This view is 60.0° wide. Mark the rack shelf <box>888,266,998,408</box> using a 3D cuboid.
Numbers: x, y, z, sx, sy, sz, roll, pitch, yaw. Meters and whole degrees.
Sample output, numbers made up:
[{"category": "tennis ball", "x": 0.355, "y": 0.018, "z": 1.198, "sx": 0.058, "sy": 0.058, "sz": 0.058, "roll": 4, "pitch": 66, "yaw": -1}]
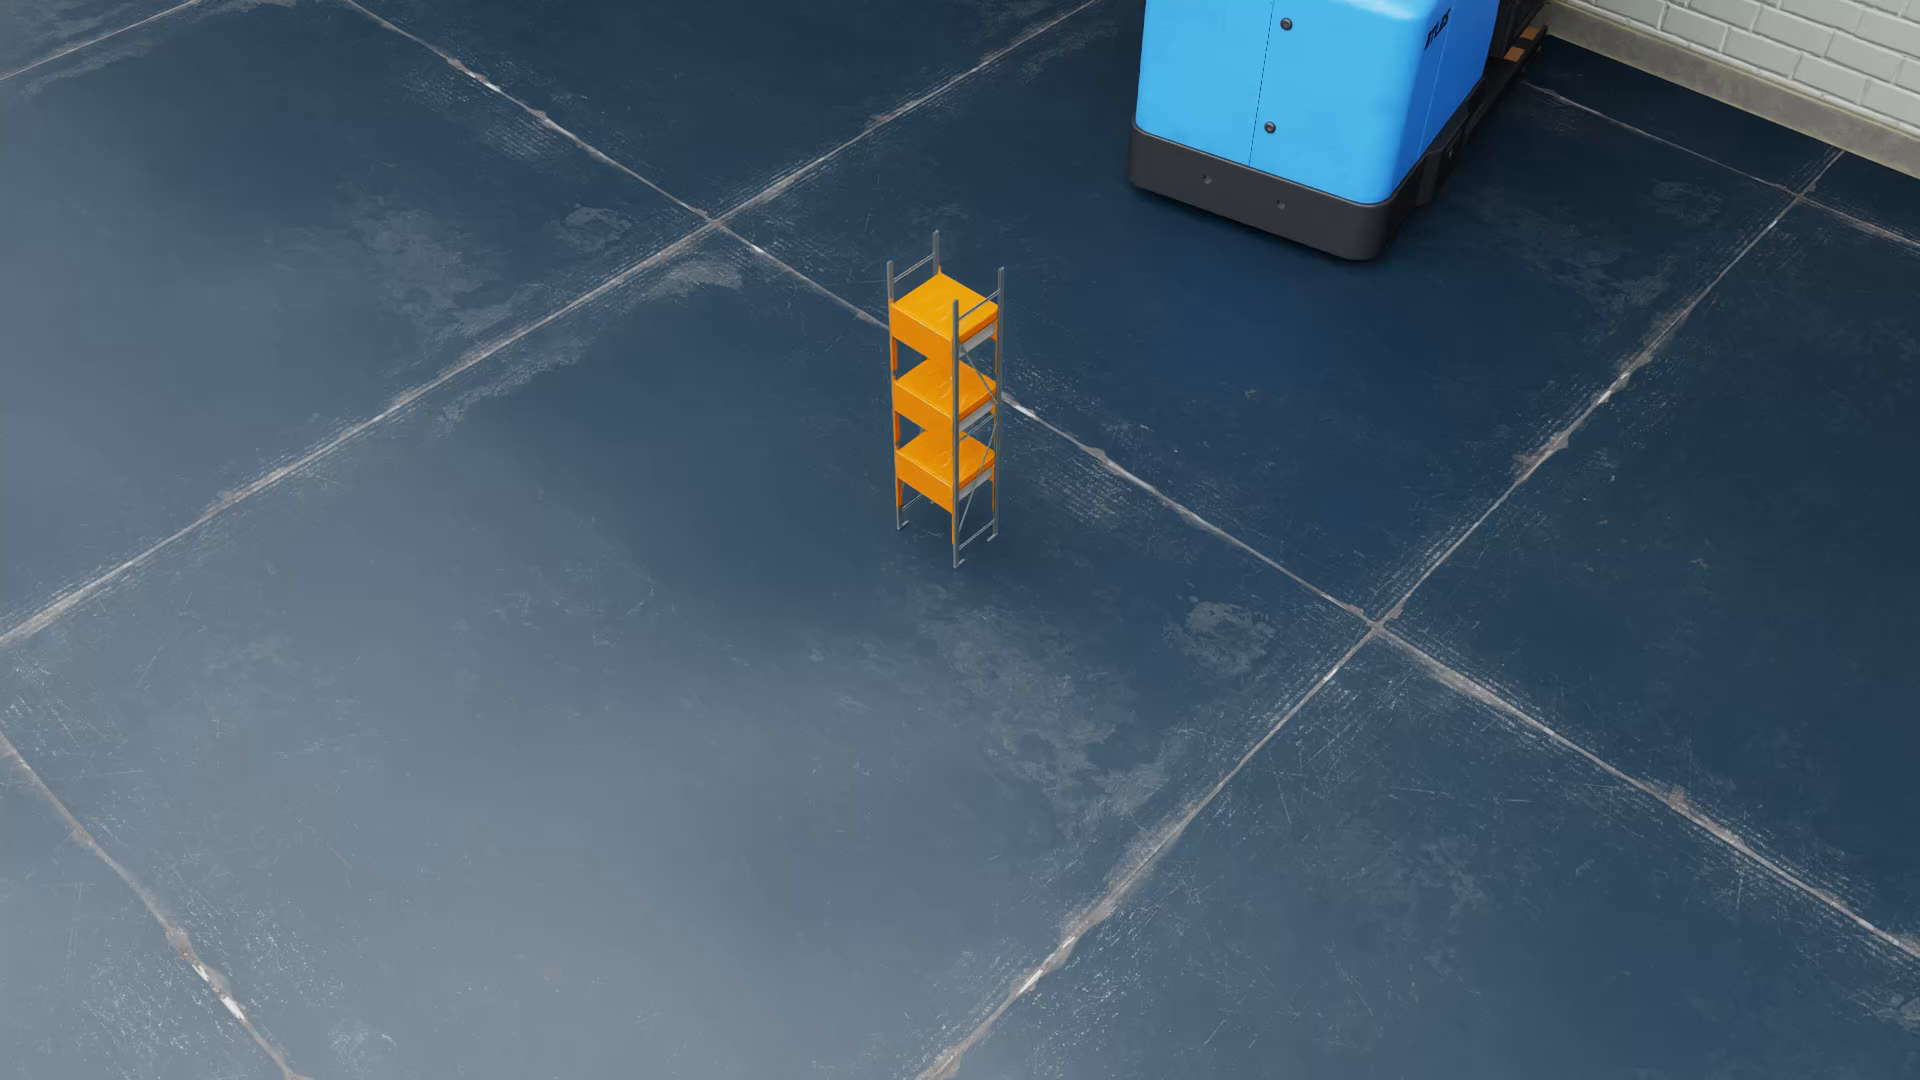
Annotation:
[{"category": "rack shelf", "x": -0.039, "y": -0.573, "z": 4.693, "sx": 0.240, "sy": 0.259, "sz": 0.215, "roll": 34, "pitch": 55, "yaw": 28}]

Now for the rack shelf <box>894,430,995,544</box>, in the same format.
[{"category": "rack shelf", "x": -0.039, "y": -0.188, "z": 5.102, "sx": 0.240, "sy": 0.259, "sz": 0.215, "roll": 34, "pitch": 55, "yaw": 28}]

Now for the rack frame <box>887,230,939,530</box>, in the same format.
[{"category": "rack frame", "x": -0.129, "y": -0.446, "z": 4.949, "sx": 0.008, "sy": 1.050, "sz": 0.200, "roll": 34, "pitch": 55, "yaw": 28}]

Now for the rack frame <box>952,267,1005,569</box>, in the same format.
[{"category": "rack frame", "x": 0.050, "y": -0.325, "z": 4.835, "sx": 0.008, "sy": 1.050, "sz": 0.200, "roll": 34, "pitch": 55, "yaw": 28}]

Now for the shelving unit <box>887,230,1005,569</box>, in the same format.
[{"category": "shelving unit", "x": -0.039, "y": -0.386, "z": 4.892, "sx": 0.252, "sy": 1.050, "sz": 0.215, "roll": 34, "pitch": 55, "yaw": 28}]

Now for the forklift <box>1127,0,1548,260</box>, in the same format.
[{"category": "forklift", "x": 1.858, "y": -3.091, "z": 6.142, "sx": 1.130, "sy": 2.935, "sz": 3.031, "roll": 24, "pitch": 51, "yaw": 21}]

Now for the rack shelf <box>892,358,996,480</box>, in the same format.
[{"category": "rack shelf", "x": -0.039, "y": -0.379, "z": 4.900, "sx": 0.240, "sy": 0.259, "sz": 0.215, "roll": 34, "pitch": 55, "yaw": 28}]
